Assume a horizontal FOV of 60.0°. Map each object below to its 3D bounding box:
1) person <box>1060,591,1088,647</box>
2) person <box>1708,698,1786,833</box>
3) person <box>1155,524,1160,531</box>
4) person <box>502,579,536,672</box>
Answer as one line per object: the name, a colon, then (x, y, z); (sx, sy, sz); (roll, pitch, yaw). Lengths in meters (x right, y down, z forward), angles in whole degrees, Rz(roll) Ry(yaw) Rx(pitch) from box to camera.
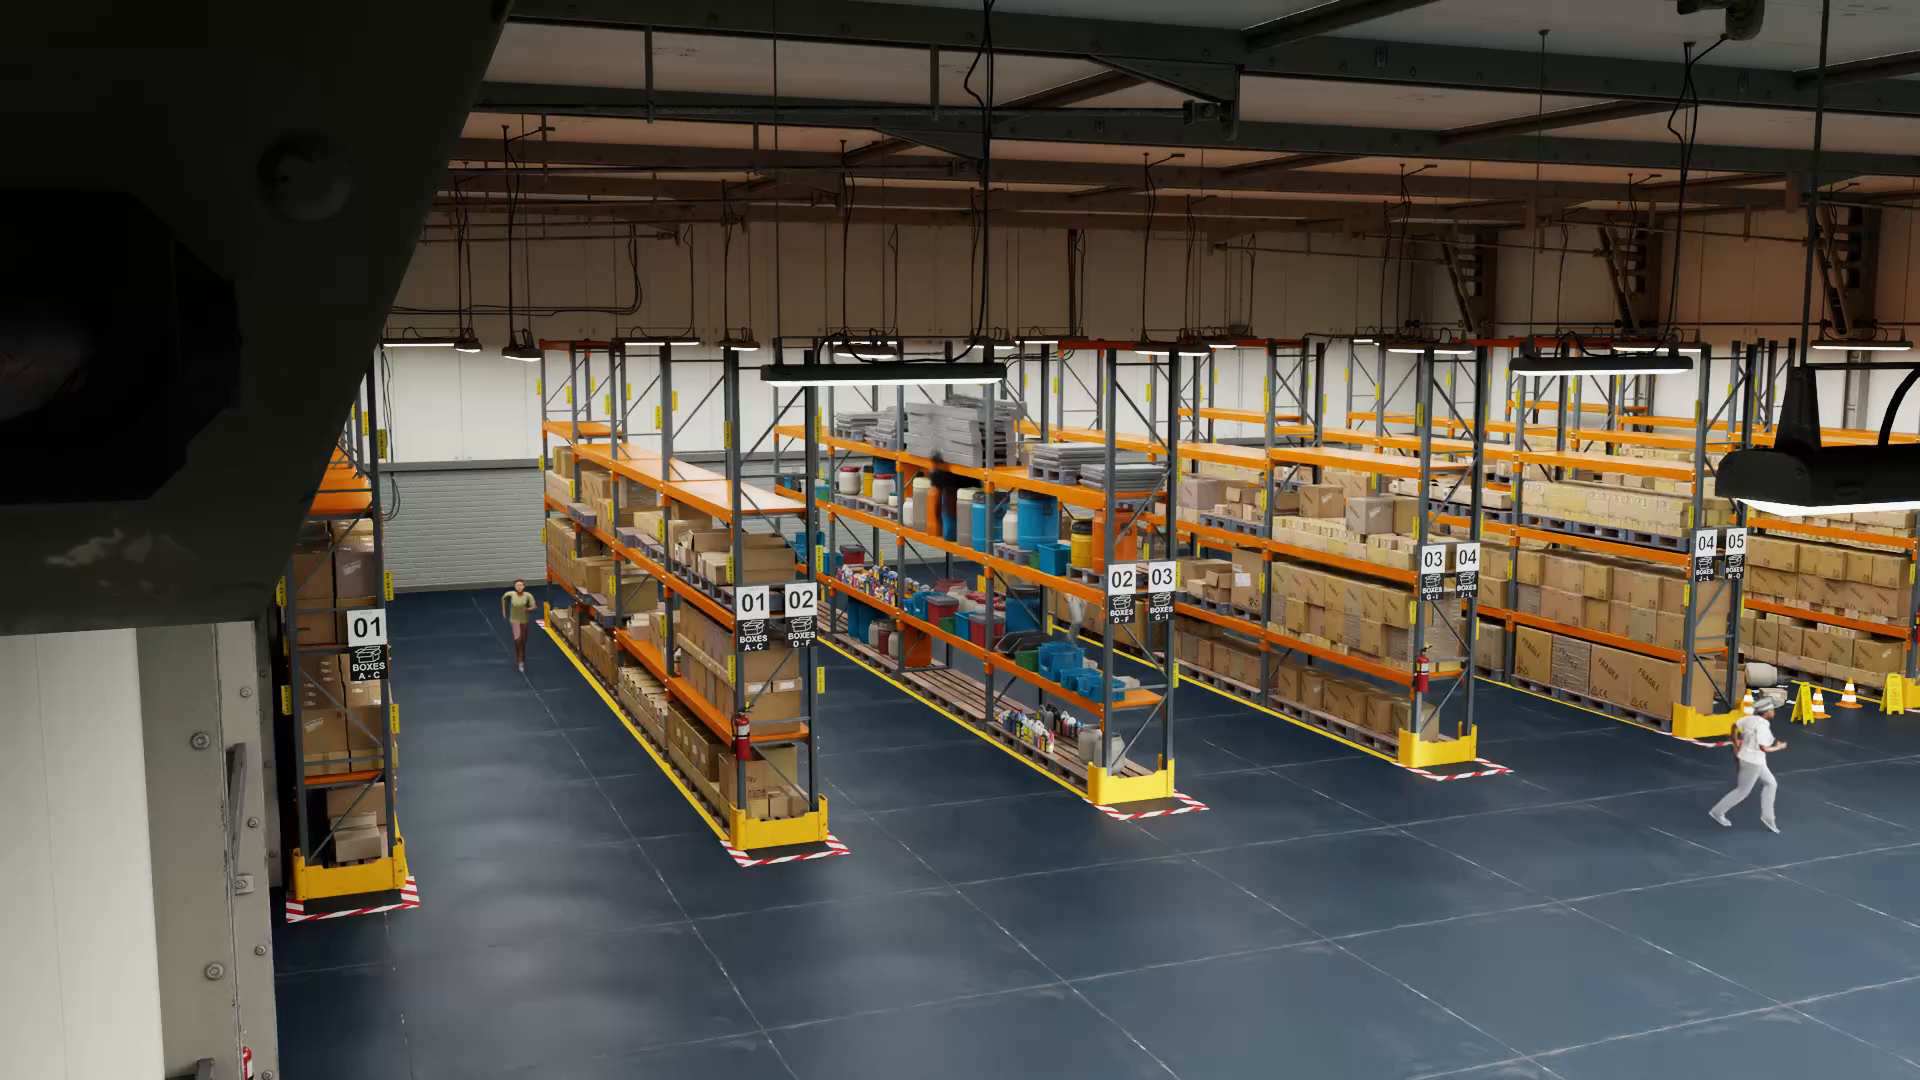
person: (2.201, 1.178, 30.994); (0.654, 1.821, 0.699); (-4, 8, -29)
person: (9.850, 2.812, 20.796); (0.847, 1.735, 0.600); (2, 8, 13)
person: (4.750, 0.255, 41.412); (0.460, 1.431, 0.613); (-3, 8, -22)
person: (-8.101, 1.536, 30.602); (0.599, 1.691, 0.794); (-2, 8, -18)
